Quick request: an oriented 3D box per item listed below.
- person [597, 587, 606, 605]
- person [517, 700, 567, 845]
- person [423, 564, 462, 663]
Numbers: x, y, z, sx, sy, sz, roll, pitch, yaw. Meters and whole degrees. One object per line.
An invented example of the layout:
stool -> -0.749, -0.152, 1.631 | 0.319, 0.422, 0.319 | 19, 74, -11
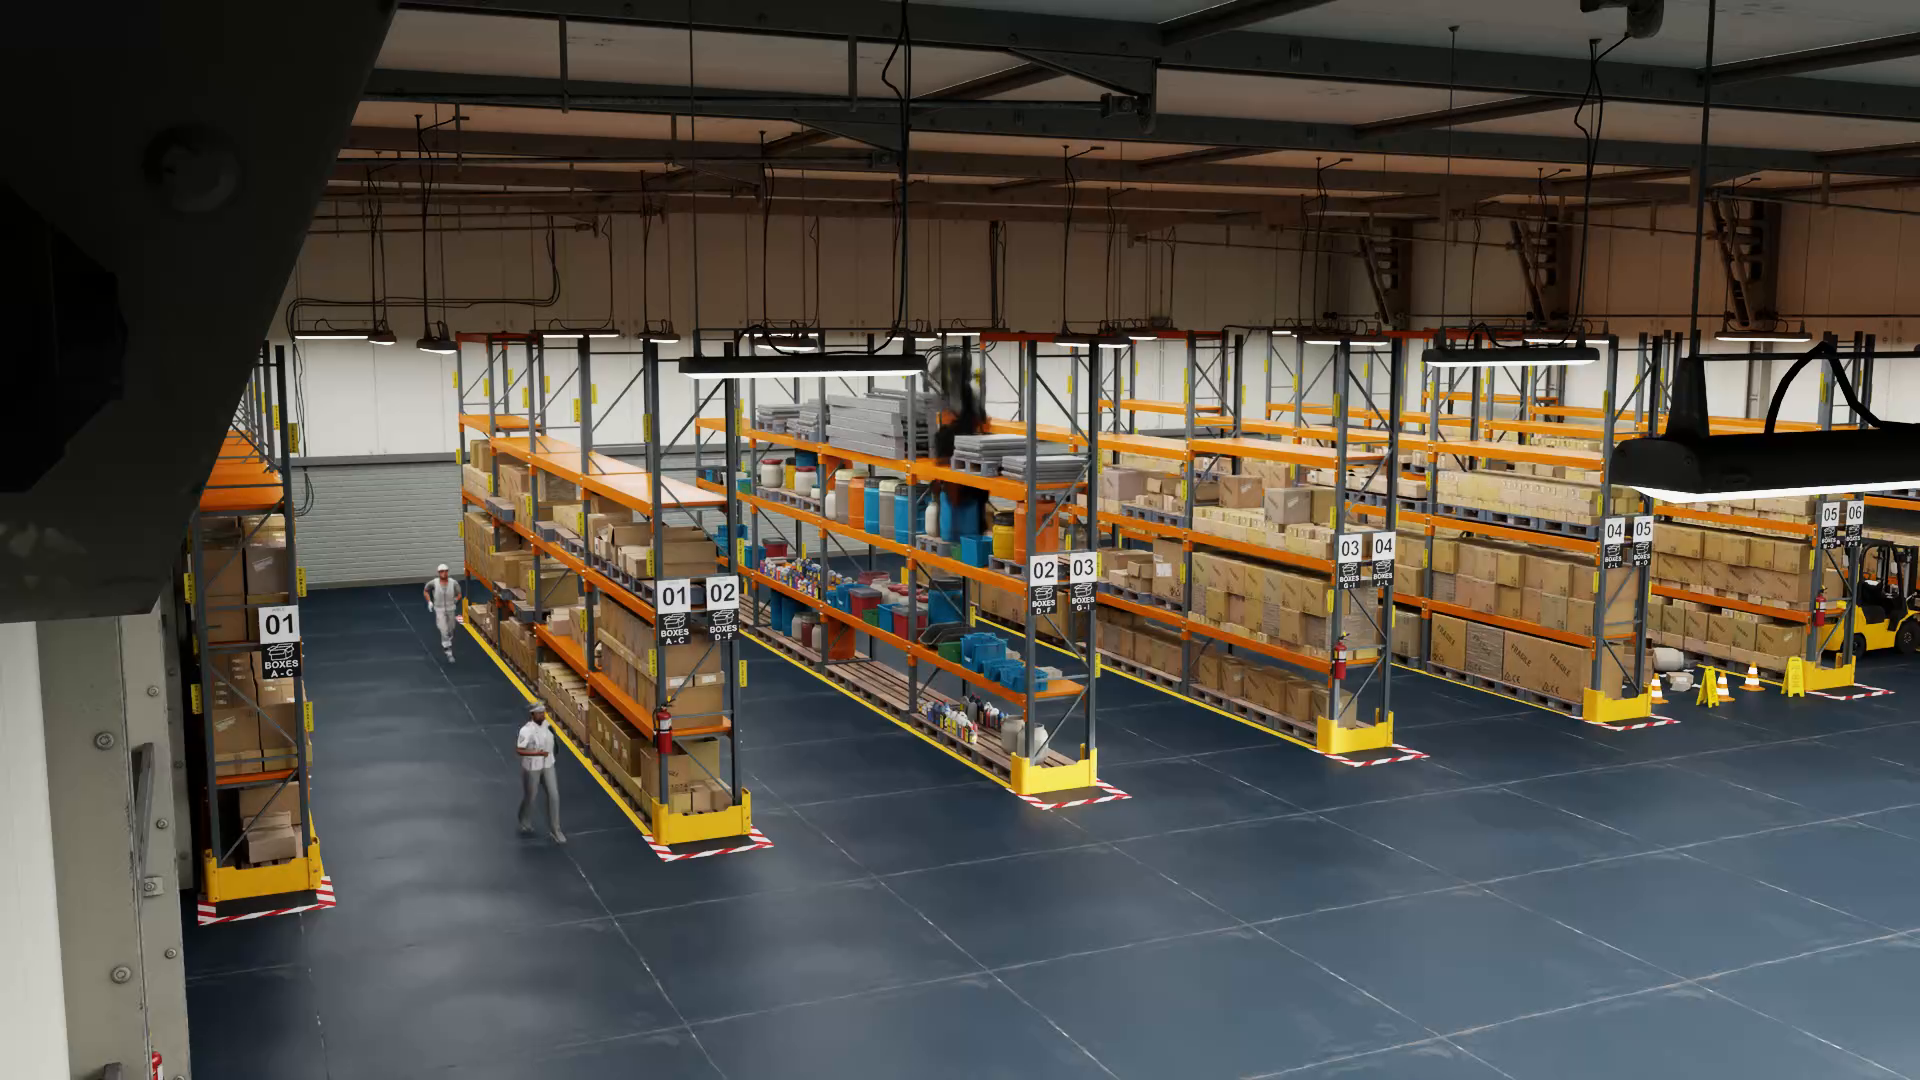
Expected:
person -> -7.344, 1.022, 33.873 | 0.519, 1.528, 0.566 | -5, 9, -35
person -> -5.126, 2.779, 20.143 | 0.573, 1.739, 0.848 | -7, 11, -43
person -> -9.486, 1.318, 30.593 | 0.664, 1.787, 0.902 | -4, 9, -27
